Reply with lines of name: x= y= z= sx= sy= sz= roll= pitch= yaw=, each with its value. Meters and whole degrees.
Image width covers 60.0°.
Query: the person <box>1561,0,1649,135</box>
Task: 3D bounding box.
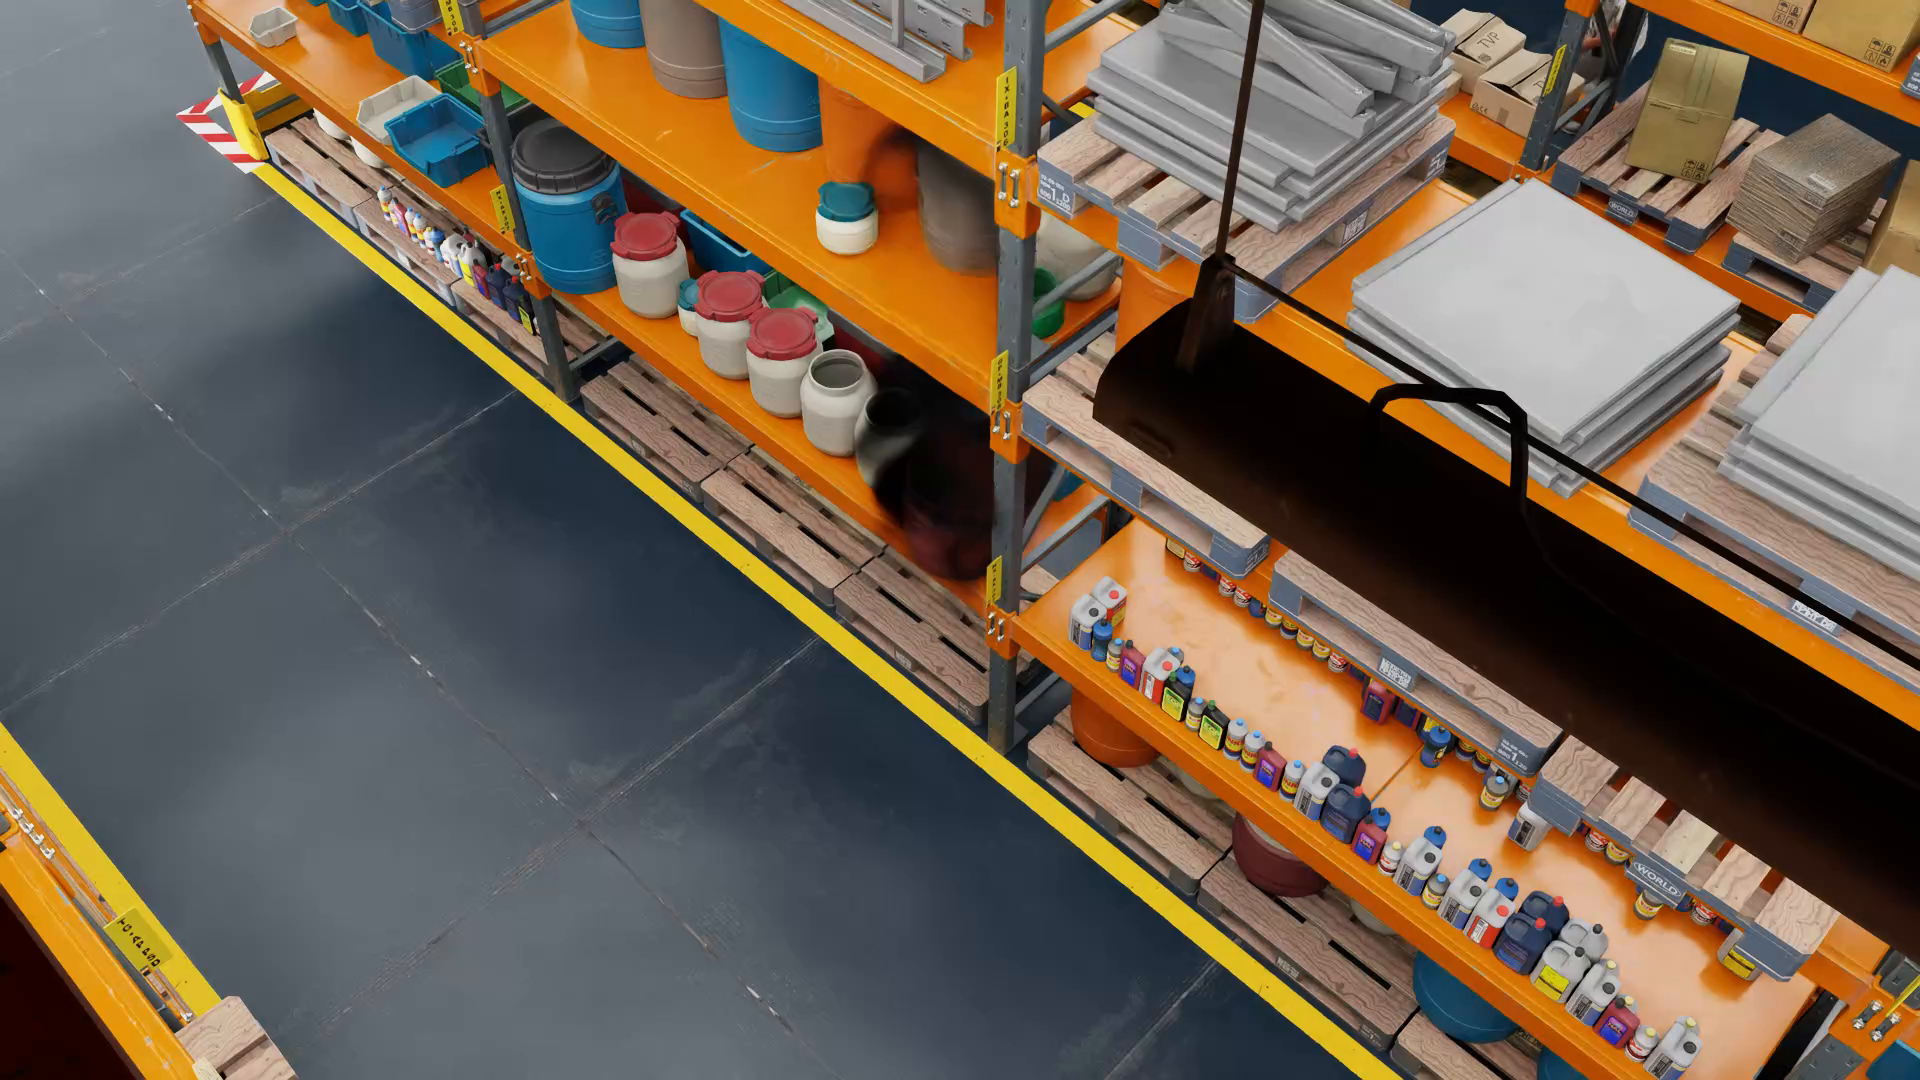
person: x=4.891 y=-3.698 z=12.370 sx=0.665 sy=1.746 sz=0.603 roll=-34 pitch=58 yaw=-25
